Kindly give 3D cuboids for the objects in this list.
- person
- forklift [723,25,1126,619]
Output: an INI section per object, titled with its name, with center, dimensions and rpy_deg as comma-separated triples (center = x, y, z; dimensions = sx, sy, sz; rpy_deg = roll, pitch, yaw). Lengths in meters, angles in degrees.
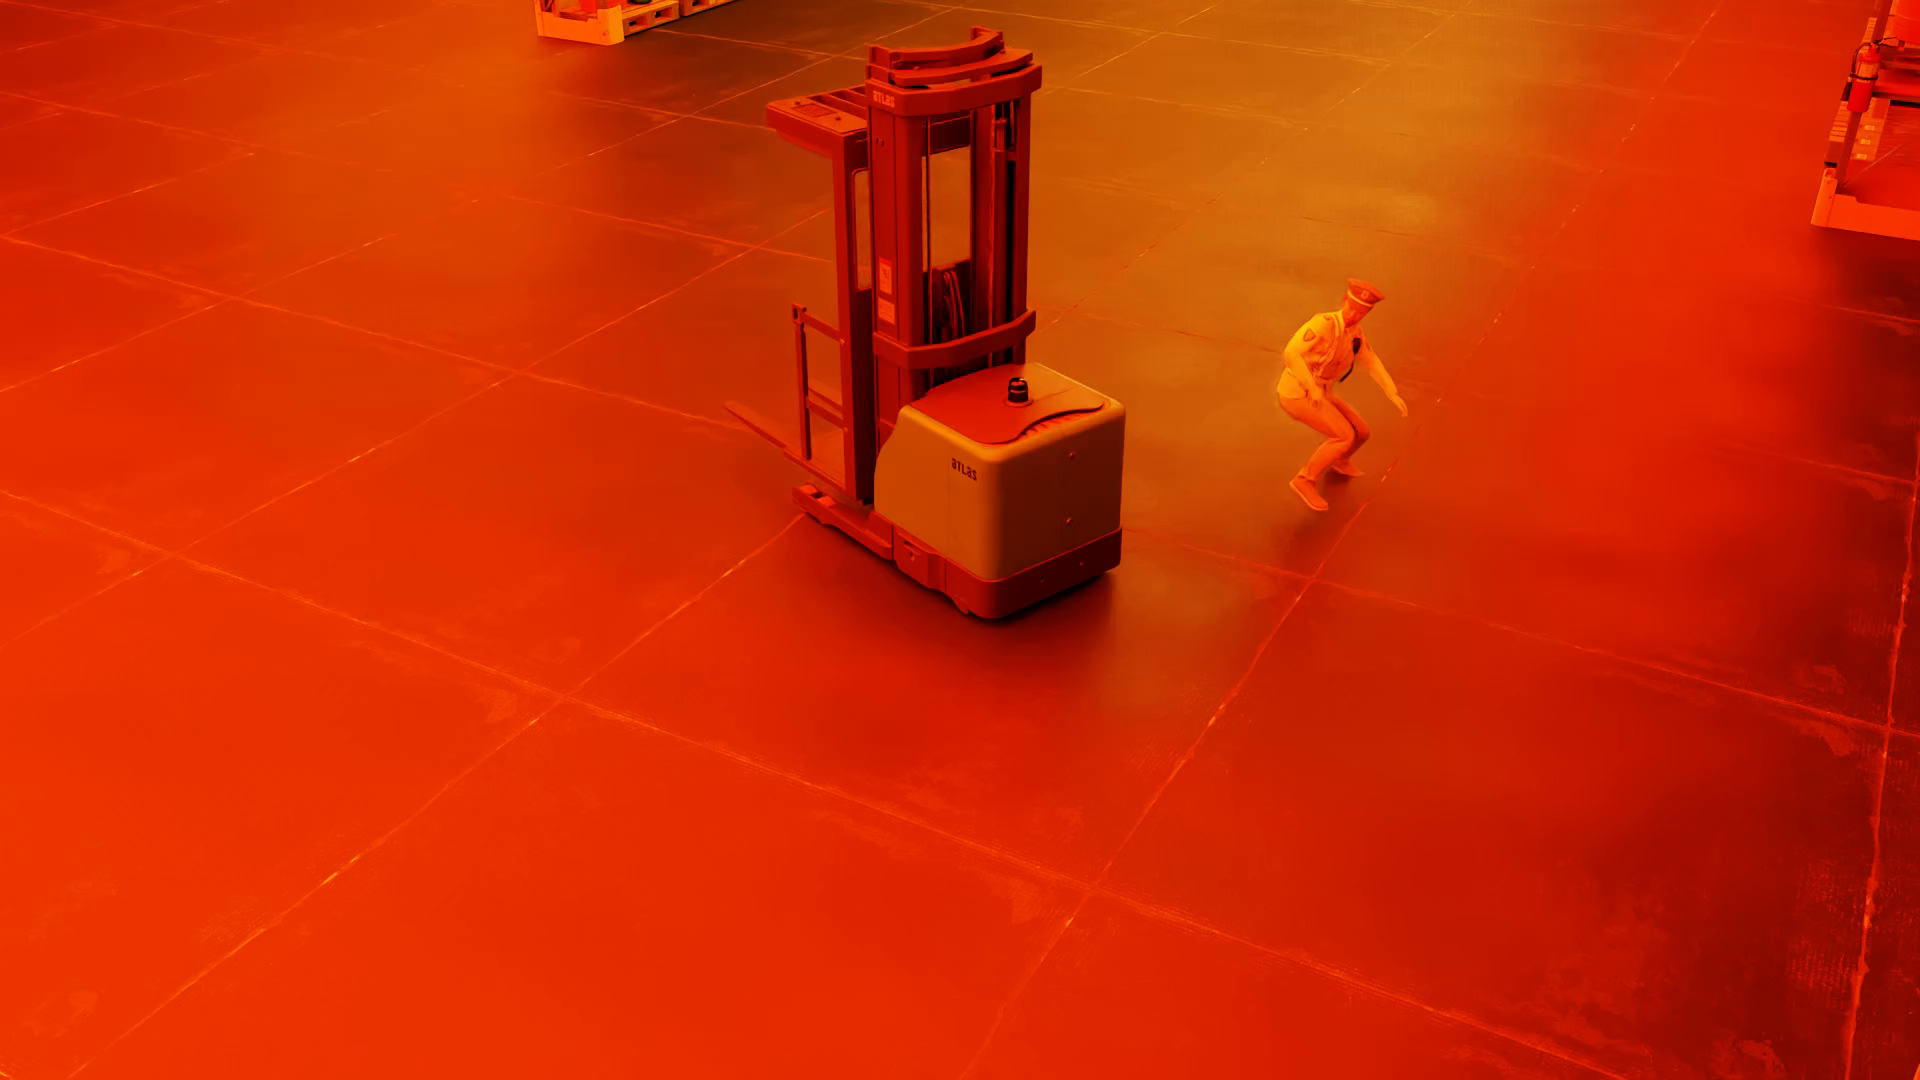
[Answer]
[person]
center = 2.318, -0.894, 10.178
dimensions = 0.656, 1.470, 0.839
rpy_deg = 23, 37, 34
[forklift]
center = -0.382, -1.507, 9.682
dimensions = 1.130, 2.935, 3.031
rpy_deg = -22, 37, -33
